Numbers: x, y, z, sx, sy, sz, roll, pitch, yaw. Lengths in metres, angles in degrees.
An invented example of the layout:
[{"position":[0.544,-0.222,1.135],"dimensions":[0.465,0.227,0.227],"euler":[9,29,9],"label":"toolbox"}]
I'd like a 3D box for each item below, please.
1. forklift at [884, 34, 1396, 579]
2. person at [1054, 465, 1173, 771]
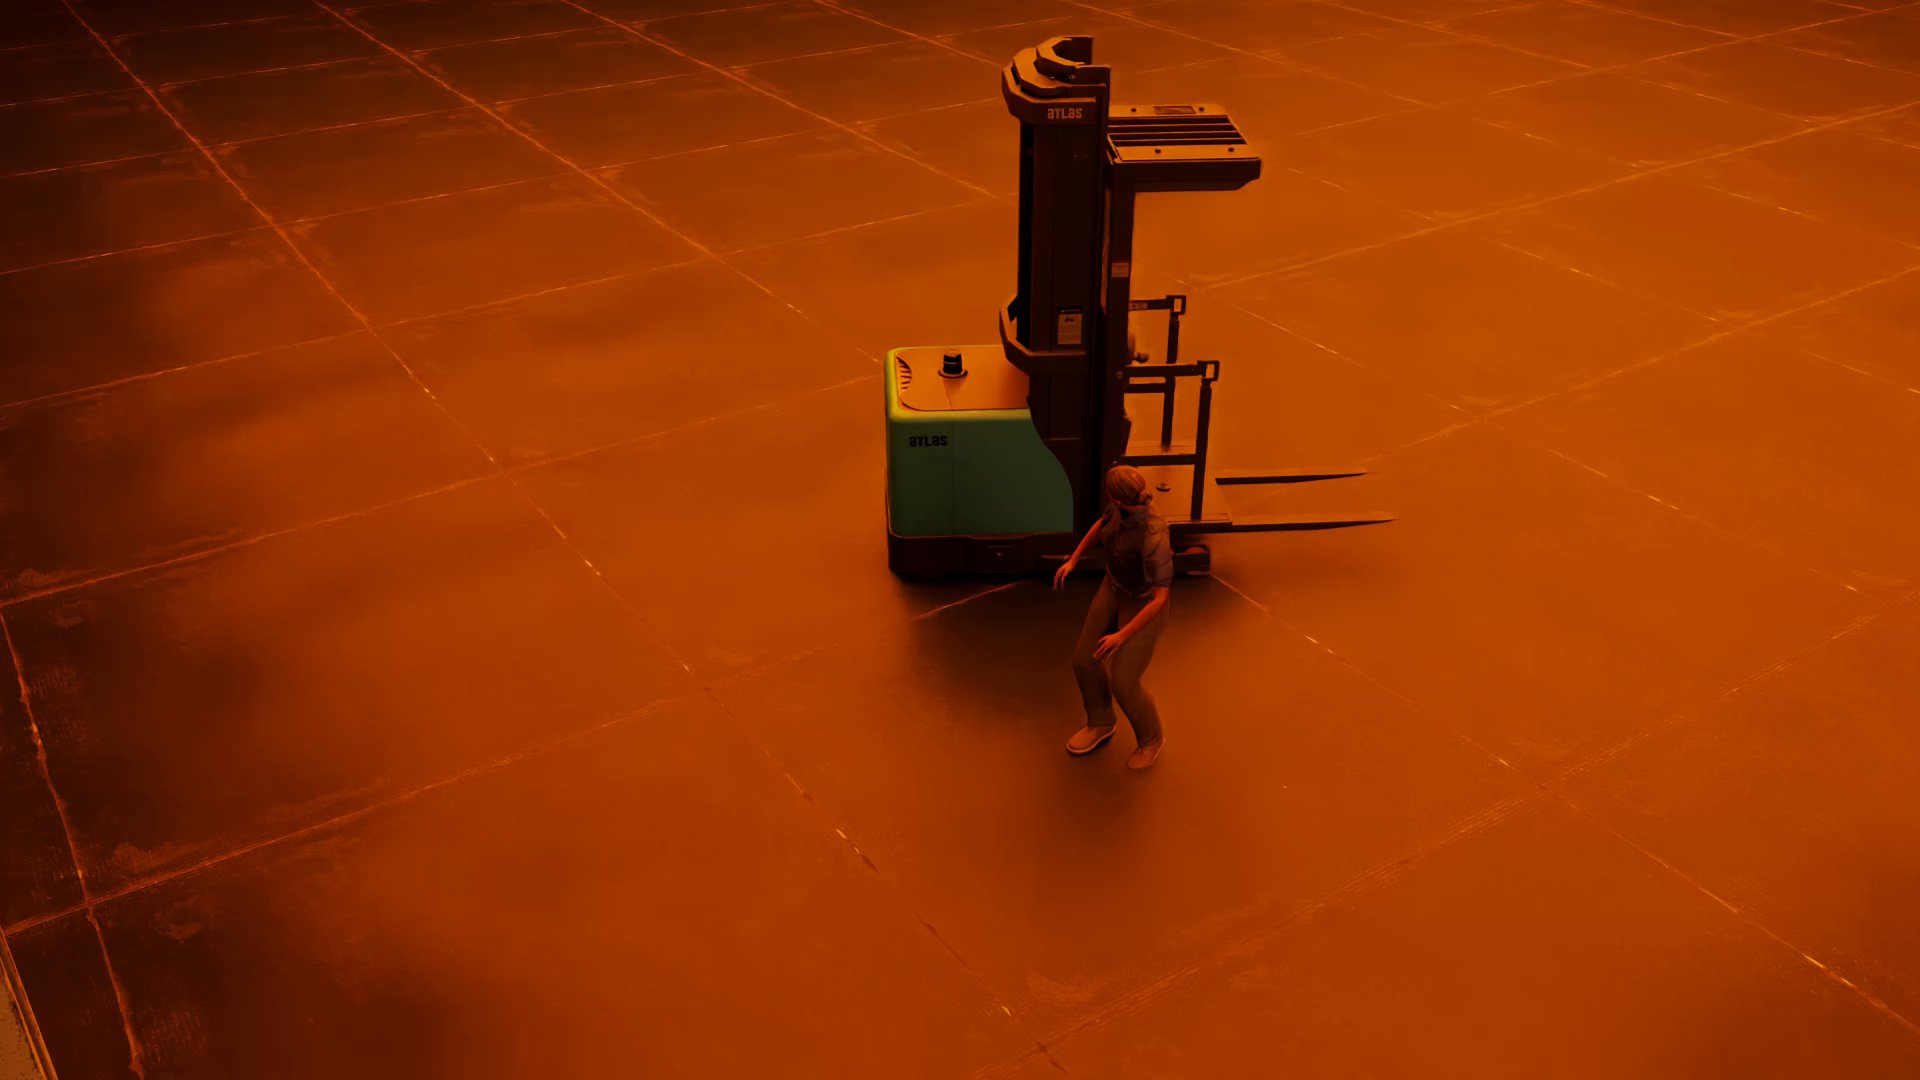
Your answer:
[{"position":[1.071,-1.320,9.524],"dimensions":[3.031,2.935,1.130],"euler":[-2,30,-3],"label":"forklift"},{"position":[0.738,0.368,7.942],"dimensions":[0.587,1.615,0.692],"euler":[-17,34,-27],"label":"person"}]
